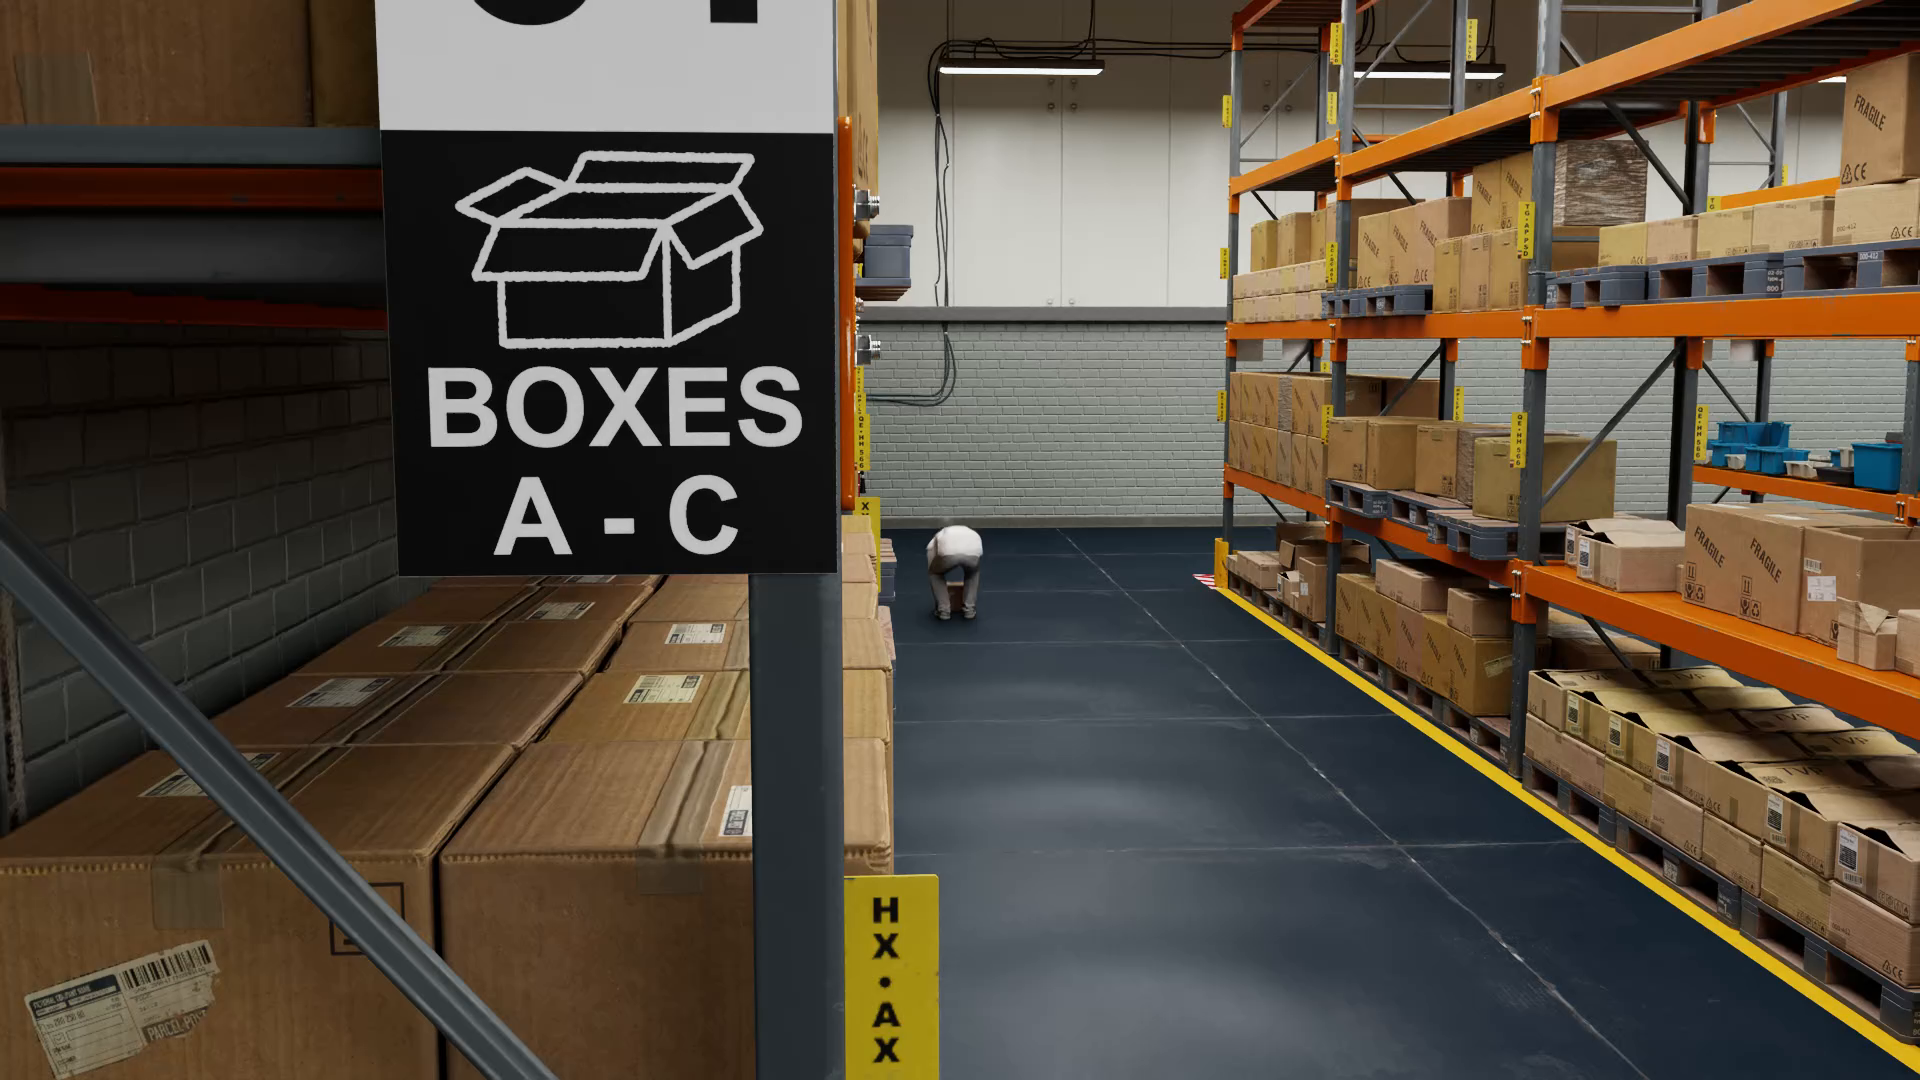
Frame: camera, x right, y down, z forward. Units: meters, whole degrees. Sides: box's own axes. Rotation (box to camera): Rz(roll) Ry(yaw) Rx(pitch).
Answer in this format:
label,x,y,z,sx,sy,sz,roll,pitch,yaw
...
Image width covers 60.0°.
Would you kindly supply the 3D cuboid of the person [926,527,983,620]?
label,x,y,z,sx,sy,sz,roll,pitch,yaw
person,-0.058,0.297,15.996,0.505,0.886,0.979,-1,7,-7
